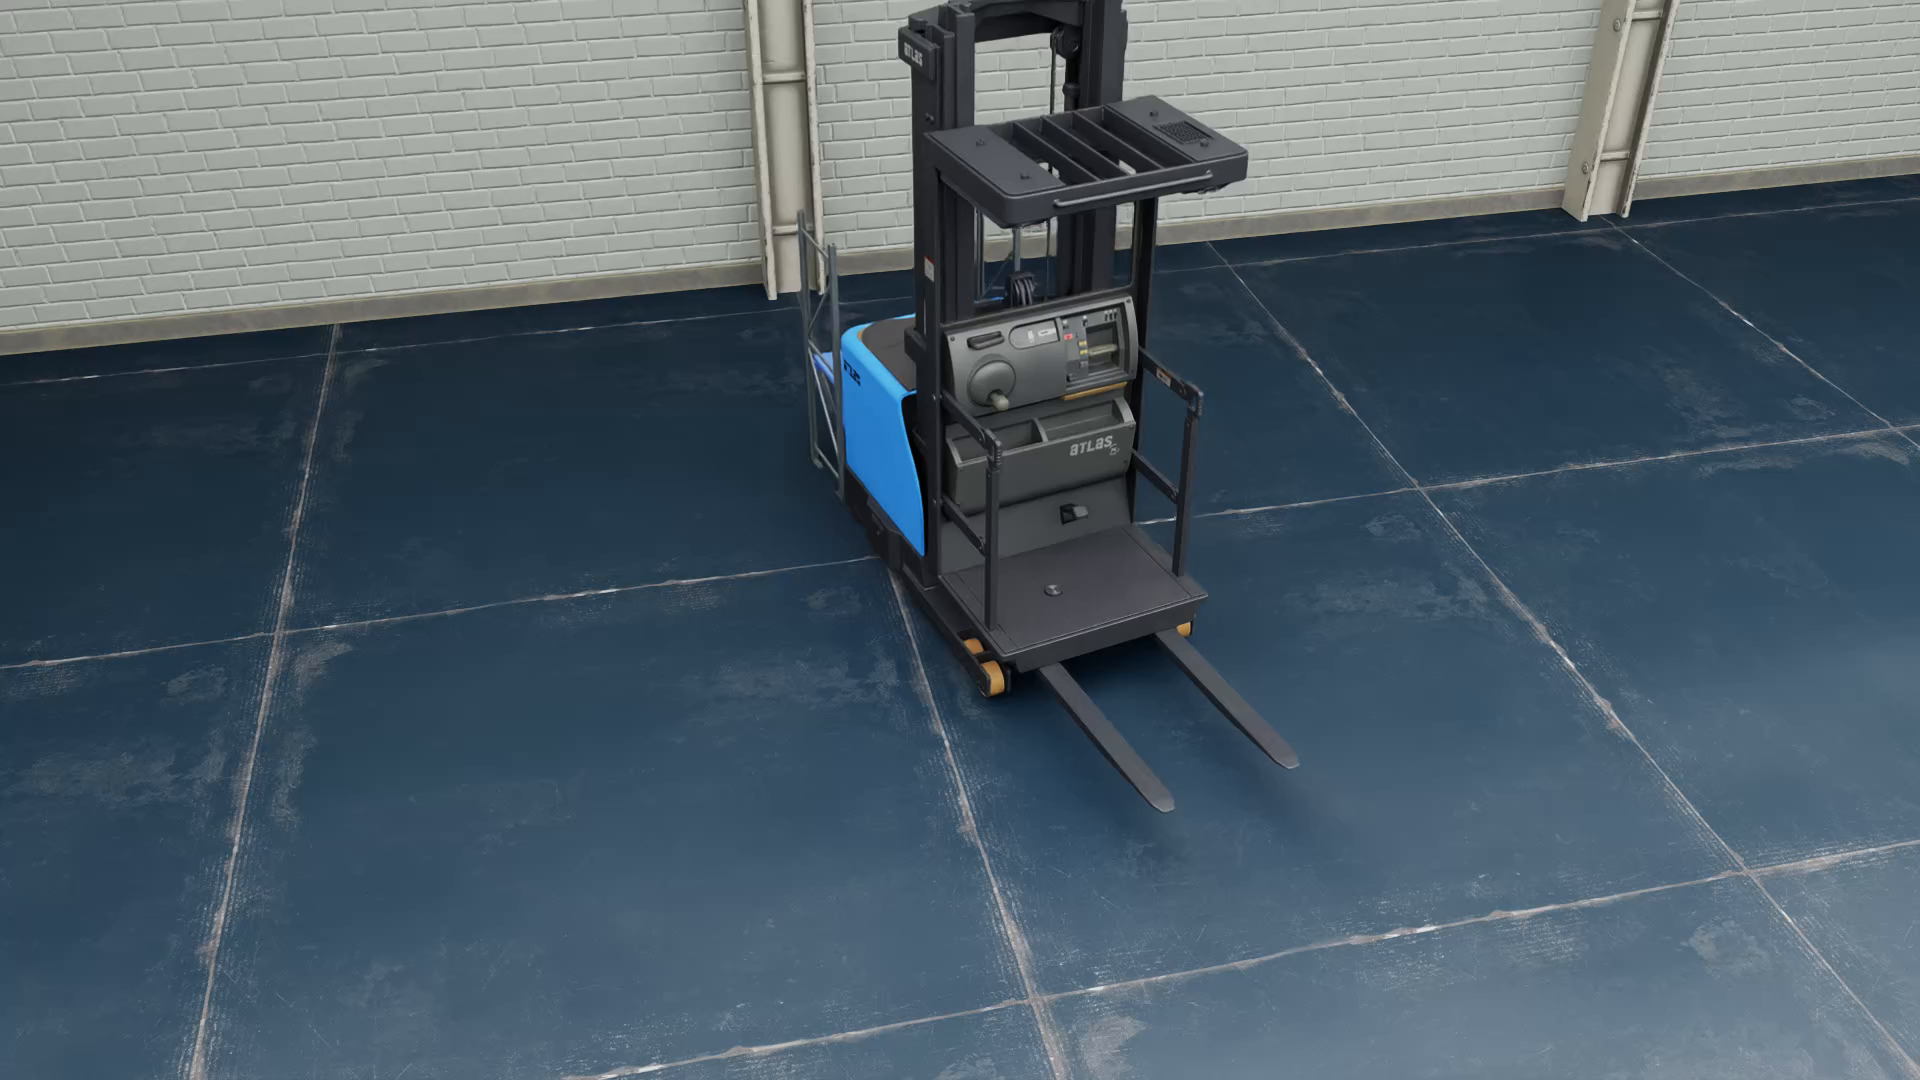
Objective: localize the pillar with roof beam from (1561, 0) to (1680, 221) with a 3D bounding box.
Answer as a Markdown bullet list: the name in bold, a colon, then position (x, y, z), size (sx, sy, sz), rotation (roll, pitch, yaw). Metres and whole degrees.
- **pillar with roof beam**: position (5.678, -3.851, 6.413), size (0.400, 9.000, 9.100), rotation (-7, 35, -11)

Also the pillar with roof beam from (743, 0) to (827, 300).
- **pillar with roof beam**: position (-0.174, -3.114, 5.314), size (0.400, 9.000, 9.100), rotation (-7, 35, -11)

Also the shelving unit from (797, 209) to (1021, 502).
- **shelving unit**: position (-0.264, -1.074, 9.004), size (1.048, 1.500, 0.538), rotation (-14, 36, -20)

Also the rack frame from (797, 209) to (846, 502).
- **rack frame**: position (-0.729, -0.959, 8.833), size (0.032, 1.500, 0.500), rotation (-14, 36, -20)

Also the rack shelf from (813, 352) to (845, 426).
- **rack shelf**: position (-0.264, -0.925, 9.105), size (1.000, 0.185, 0.538), rotation (-14, 36, -20)

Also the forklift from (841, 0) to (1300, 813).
- **forklift**: position (0.470, -0.773, 7.272), size (1.130, 2.935, 3.031), rotation (-15, 37, -21)

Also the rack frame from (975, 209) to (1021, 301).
- **rack frame**: position (0.200, -1.189, 9.176), size (0.032, 1.500, 0.500), rotation (-14, 36, -20)
